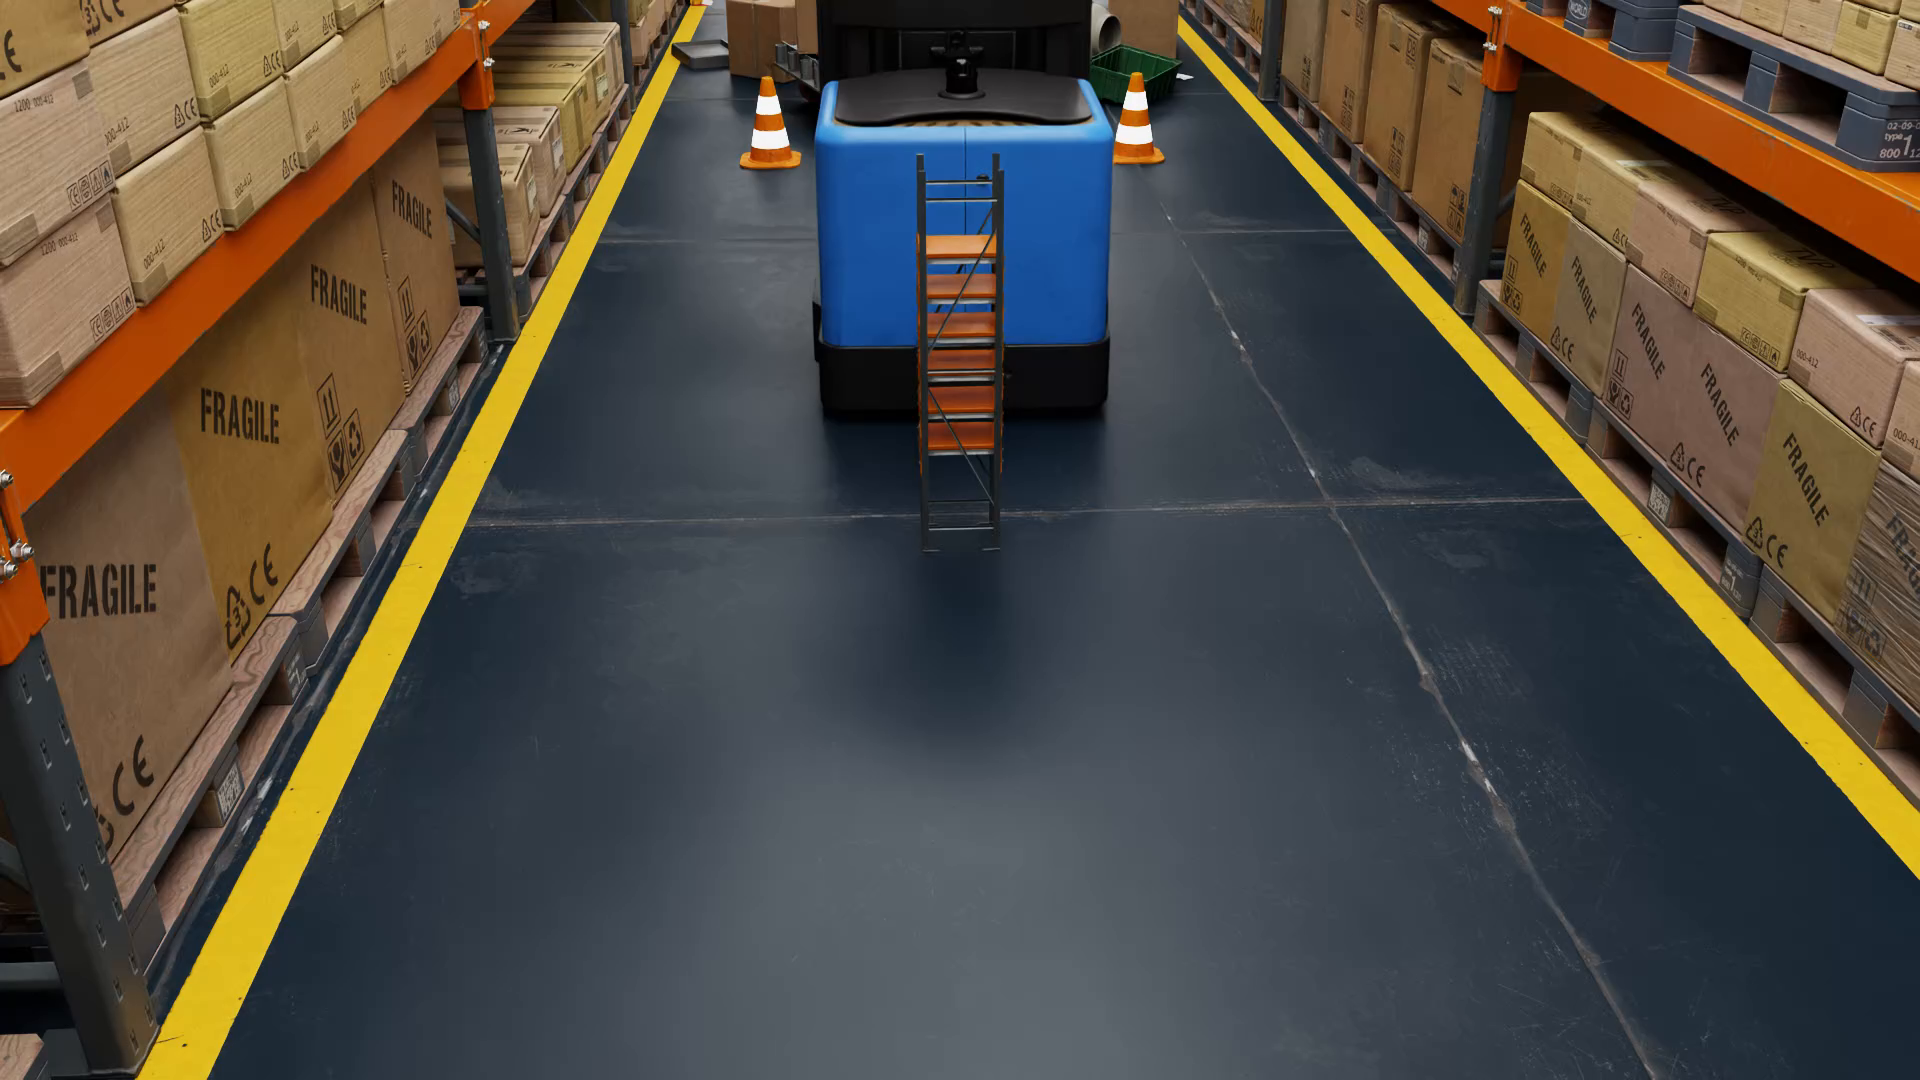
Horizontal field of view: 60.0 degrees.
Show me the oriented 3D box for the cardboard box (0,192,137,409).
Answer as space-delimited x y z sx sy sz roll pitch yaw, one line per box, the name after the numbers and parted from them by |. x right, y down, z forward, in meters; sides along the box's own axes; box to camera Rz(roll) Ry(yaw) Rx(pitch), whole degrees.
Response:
-1.865 -0.442 3.015 0.500 0.250 0.500 -2 28 -4 | cardboard box

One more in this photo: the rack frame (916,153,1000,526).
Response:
-0.006 -0.581 5.066 0.240 1.200 0.006 -1 28 -3 | rack frame

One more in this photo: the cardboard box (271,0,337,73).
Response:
-1.930 -1.371 4.257 0.500 0.250 0.500 -2 28 -4 | cardboard box

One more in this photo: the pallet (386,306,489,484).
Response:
-2.349 -0.543 6.064 1.003 0.211 1.213 -1 28 -3 | pallet

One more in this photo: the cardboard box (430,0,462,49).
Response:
-2.029 -1.852 5.719 0.500 0.250 0.500 -2 28 -4 | cardboard box

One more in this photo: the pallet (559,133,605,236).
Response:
-2.414 -1.832 8.535 1.003 0.211 1.213 -1 28 -3 | pallet

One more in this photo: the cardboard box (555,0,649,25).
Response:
-2.284 -3.572 10.562 0.500 0.500 0.500 0 28 0 | cardboard box

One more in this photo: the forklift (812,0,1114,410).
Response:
-0.032 -2.409 6.698 1.130 2.935 3.031 -1 28 -2 | forklift

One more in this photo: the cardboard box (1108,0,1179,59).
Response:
1.309 -3.744 11.885 0.500 0.500 0.500 3 28 6 | cardboard box

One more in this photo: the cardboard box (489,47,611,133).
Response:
-2.452 -2.440 9.072 0.950 0.372 0.625 0 28 1 | cardboard box

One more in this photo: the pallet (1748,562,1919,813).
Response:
2.790 0.412 4.231 1.003 0.211 1.213 -1 28 -3 | pallet

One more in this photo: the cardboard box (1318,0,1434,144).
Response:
2.584 -2.618 9.004 1.050 0.750 0.750 -1 28 -3 | cardboard box

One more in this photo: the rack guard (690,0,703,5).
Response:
-2.728 -4.697 13.715 1.175 0.500 0.348 -1 28 -3 | rack guard

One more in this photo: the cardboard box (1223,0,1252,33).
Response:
2.401 -4.112 11.733 0.875 0.875 0.875 -1 28 -2 | cardboard box

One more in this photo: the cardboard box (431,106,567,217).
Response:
-2.381 -1.769 7.785 0.950 0.372 0.625 -2 28 -4 | cardboard box

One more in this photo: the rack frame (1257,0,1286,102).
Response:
2.415 -4.159 9.981 1.000 3.000 0.127 -1 28 -3 | rack frame

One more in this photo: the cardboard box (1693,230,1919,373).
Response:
2.486 -0.694 4.776 0.500 0.250 0.500 -3 28 -5 | cardboard box

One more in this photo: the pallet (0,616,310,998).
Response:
-2.221 0.583 3.903 1.003 0.211 1.213 -1 28 -3 | pallet

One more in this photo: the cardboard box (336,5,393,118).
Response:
-1.976 -1.384 4.821 0.500 0.250 0.500 -2 28 -3 | cardboard box

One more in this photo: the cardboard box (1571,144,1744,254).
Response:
2.444 -1.164 5.676 0.500 0.250 0.500 -2 28 -3 | cardboard box

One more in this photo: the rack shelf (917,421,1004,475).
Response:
-0.001 -0.286 5.117 0.258 0.103 0.180 -1 28 -3 | rack shelf

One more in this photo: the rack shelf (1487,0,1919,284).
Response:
2.728 -1.069 4.835 1.077 0.370 4.000 -1 28 -3 | rack shelf

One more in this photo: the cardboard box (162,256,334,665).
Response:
-2.273 -0.244 4.318 0.875 0.875 0.875 -1 28 -1 | cardboard box

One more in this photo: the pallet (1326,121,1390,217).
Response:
2.597 -2.004 8.863 1.003 0.211 1.213 -1 28 -3 | pallet

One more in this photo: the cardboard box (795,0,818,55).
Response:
-0.747 -3.277 10.174 0.500 0.500 0.500 -1 28 -3 | cardboard box

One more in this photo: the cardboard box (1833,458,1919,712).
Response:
2.542 0.122 4.022 0.500 0.500 0.500 -2 28 -4 | cardboard box

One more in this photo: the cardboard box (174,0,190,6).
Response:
-1.919 -1.462 3.621 0.500 0.500 0.500 -2 28 -4 | cardboard box

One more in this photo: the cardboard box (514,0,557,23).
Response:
-2.822 -3.559 10.539 0.500 0.500 0.500 -2 28 -3 | cardboard box

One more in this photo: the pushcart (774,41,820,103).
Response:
-0.249 -2.908 10.418 1.648 0.377 0.936 -11 30 -20 | pushcart

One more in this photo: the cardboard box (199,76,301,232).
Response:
-1.904 -0.918 3.928 0.500 0.250 0.500 -2 28 -3 | cardboard box

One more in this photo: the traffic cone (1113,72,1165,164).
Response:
0.977 -2.379 9.310 0.336 0.463 0.334 -1 28 -3 | traffic cone

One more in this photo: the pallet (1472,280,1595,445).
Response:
2.663 -0.715 6.392 1.003 0.211 1.213 -1 28 -3 | pallet

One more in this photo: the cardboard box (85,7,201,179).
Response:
-1.902 -0.904 3.361 0.500 0.250 0.500 -1 28 -2 | cardboard box

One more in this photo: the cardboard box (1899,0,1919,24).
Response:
2.559 -1.333 4.058 0.380 0.149 0.250 -3 28 -5 | cardboard box

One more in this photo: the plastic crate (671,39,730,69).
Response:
-1.786 -3.443 11.766 0.402 0.080 0.583 -11 30 -20 | plastic crate

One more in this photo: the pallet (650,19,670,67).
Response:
-2.660 -3.631 11.983 1.003 0.211 1.213 -1 28 -3 | pallet

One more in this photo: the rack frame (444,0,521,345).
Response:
-2.314 -2.146 6.120 1.000 3.000 0.127 -1 28 -3 | rack frame

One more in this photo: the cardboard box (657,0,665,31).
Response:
-2.354 -3.730 11.678 0.500 0.250 0.500 -2 28 -3 | cardboard box

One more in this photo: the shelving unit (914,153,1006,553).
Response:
-0.001 -0.539 4.985 0.258 1.200 0.189 -1 28 -3 | shelving unit

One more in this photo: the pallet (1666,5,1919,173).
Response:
2.768 -1.314 4.733 1.003 0.211 1.213 -1 28 -3 | pallet

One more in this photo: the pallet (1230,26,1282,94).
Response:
2.453 -3.276 11.303 1.003 0.211 1.213 -1 28 -3 | pallet

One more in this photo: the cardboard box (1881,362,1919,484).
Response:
2.541 -0.213 3.853 0.500 0.250 0.500 -2 28 -4 | cardboard box

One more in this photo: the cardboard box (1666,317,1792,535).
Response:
2.493 -0.352 4.931 0.500 0.500 0.500 -2 28 -4 | cardboard box

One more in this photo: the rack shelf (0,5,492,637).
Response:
-2.210 -0.903 4.516 1.077 0.370 4.000 -1 28 -3 | rack shelf

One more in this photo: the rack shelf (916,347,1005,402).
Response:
-0.001 -0.499 5.006 0.258 0.103 0.180 -1 28 -3 | rack shelf

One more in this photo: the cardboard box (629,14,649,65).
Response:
-2.284 -3.239 10.736 0.500 0.250 0.500 -3 28 -5 | cardboard box

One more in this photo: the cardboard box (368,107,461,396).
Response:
-2.361 -1.069 5.899 0.875 0.875 0.875 -2 28 -3 | cardboard box

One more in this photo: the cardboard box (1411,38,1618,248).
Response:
2.682 -1.784 7.406 1.050 0.750 0.750 -2 28 -3 | cardboard box

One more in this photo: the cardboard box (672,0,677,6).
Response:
-2.402 -4.201 12.580 0.500 0.250 0.500 -1 28 -2 | cardboard box

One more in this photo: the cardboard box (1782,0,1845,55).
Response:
2.529 -1.443 4.590 0.380 0.149 0.250 -2 28 -4 | cardboard box

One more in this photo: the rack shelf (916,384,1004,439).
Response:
-0.001 -0.393 5.061 0.258 0.103 0.180 -1 28 -3 | rack shelf

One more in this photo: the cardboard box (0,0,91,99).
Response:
-1.841 -0.996 2.727 0.500 0.500 0.500 -1 28 -2 | cardboard box

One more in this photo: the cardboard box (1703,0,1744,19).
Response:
2.506 -1.679 5.044 0.380 0.149 0.250 -1 28 -1 | cardboard box

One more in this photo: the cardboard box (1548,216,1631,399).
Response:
2.435 -0.825 5.837 0.500 0.500 0.500 -1 28 -2 | cardboard box

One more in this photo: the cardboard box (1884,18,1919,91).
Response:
2.556 -1.197 4.120 0.380 0.149 0.250 -3 28 -5 | cardboard box

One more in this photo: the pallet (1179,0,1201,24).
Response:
2.326 -4.403 13.463 1.003 0.211 1.213 -1 28 -3 | pallet
